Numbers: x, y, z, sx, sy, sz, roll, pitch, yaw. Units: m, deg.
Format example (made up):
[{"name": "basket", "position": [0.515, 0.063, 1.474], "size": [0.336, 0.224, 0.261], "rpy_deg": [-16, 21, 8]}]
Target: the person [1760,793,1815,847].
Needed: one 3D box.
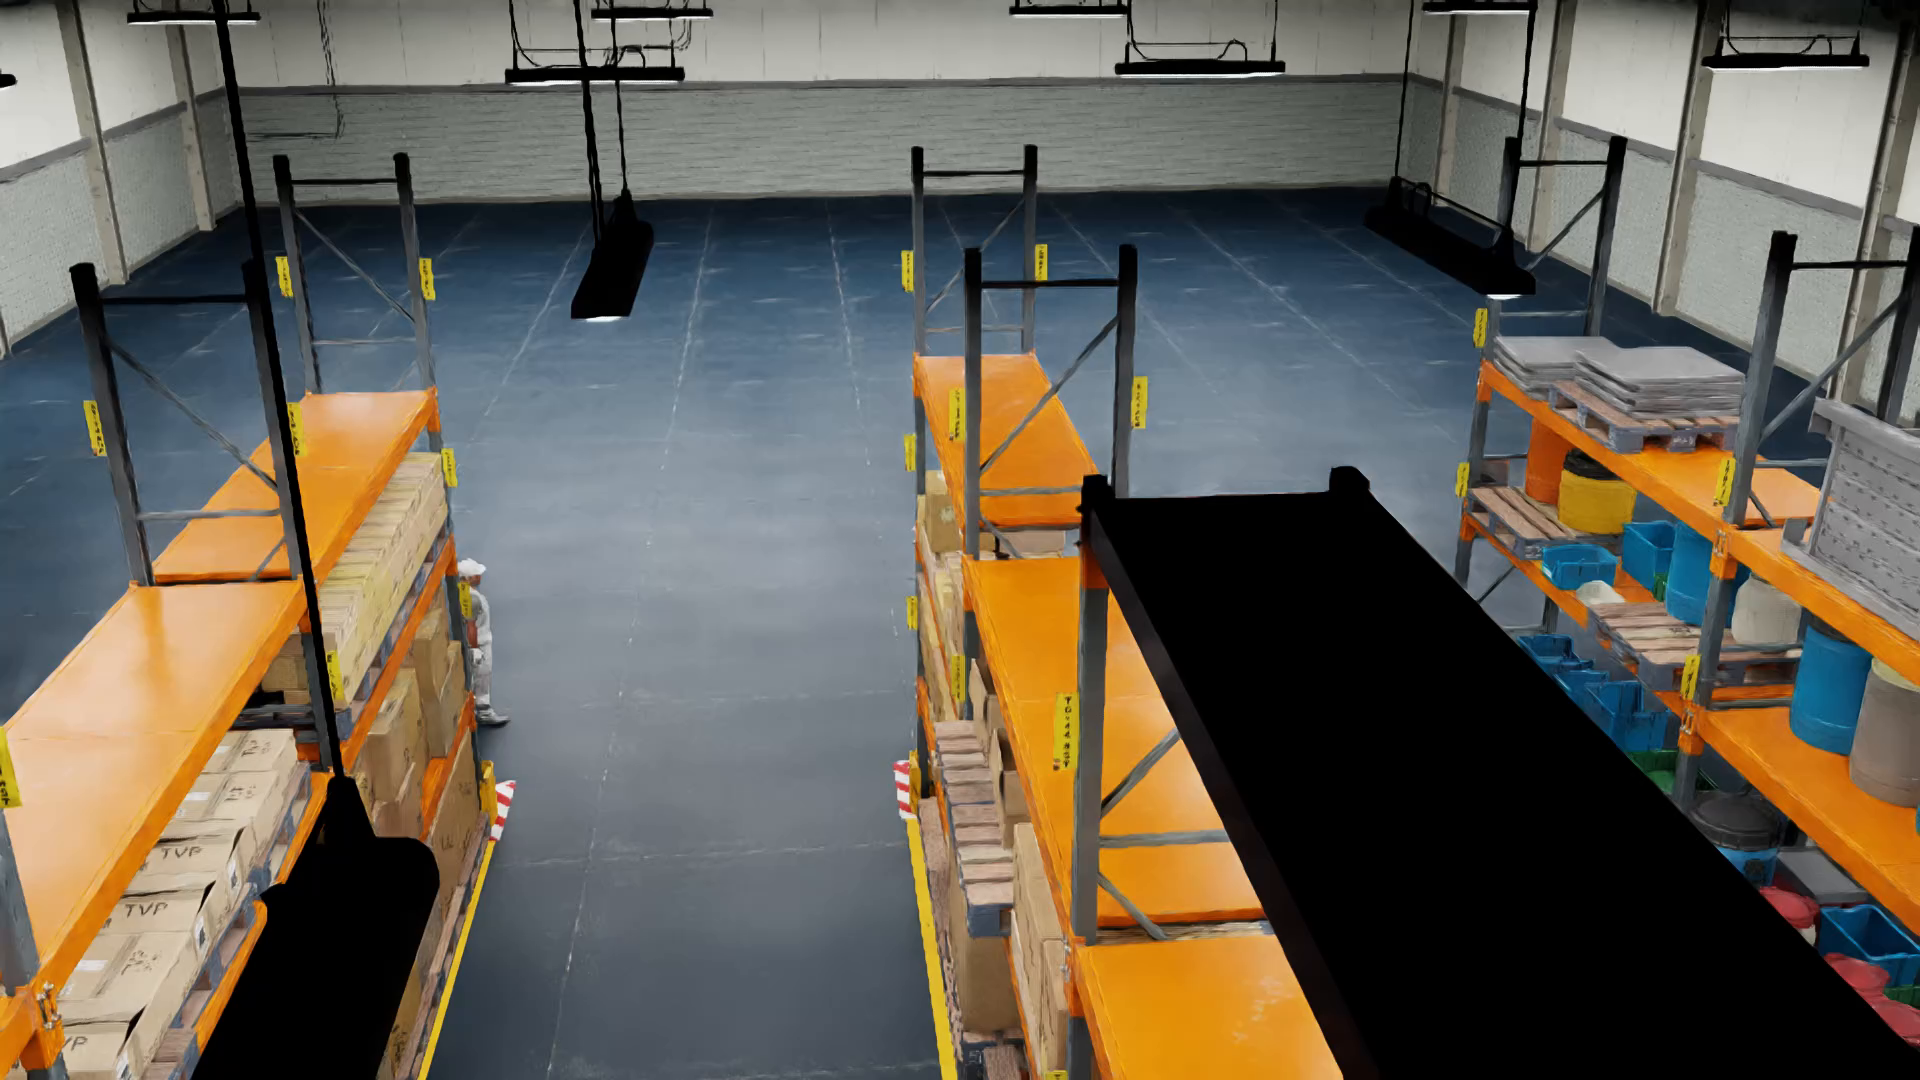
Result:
[{"name": "person", "position": [7.068, 2.134, 13.930], "size": [0.589, 1.716, 1.043], "rpy_deg": [-3, 22, -6]}]

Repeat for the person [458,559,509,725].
[{"name": "person", "position": [-4.933, 1.010, 16.694], "size": [0.477, 1.788, 0.736], "rpy_deg": [-14, 26, -32]}]
